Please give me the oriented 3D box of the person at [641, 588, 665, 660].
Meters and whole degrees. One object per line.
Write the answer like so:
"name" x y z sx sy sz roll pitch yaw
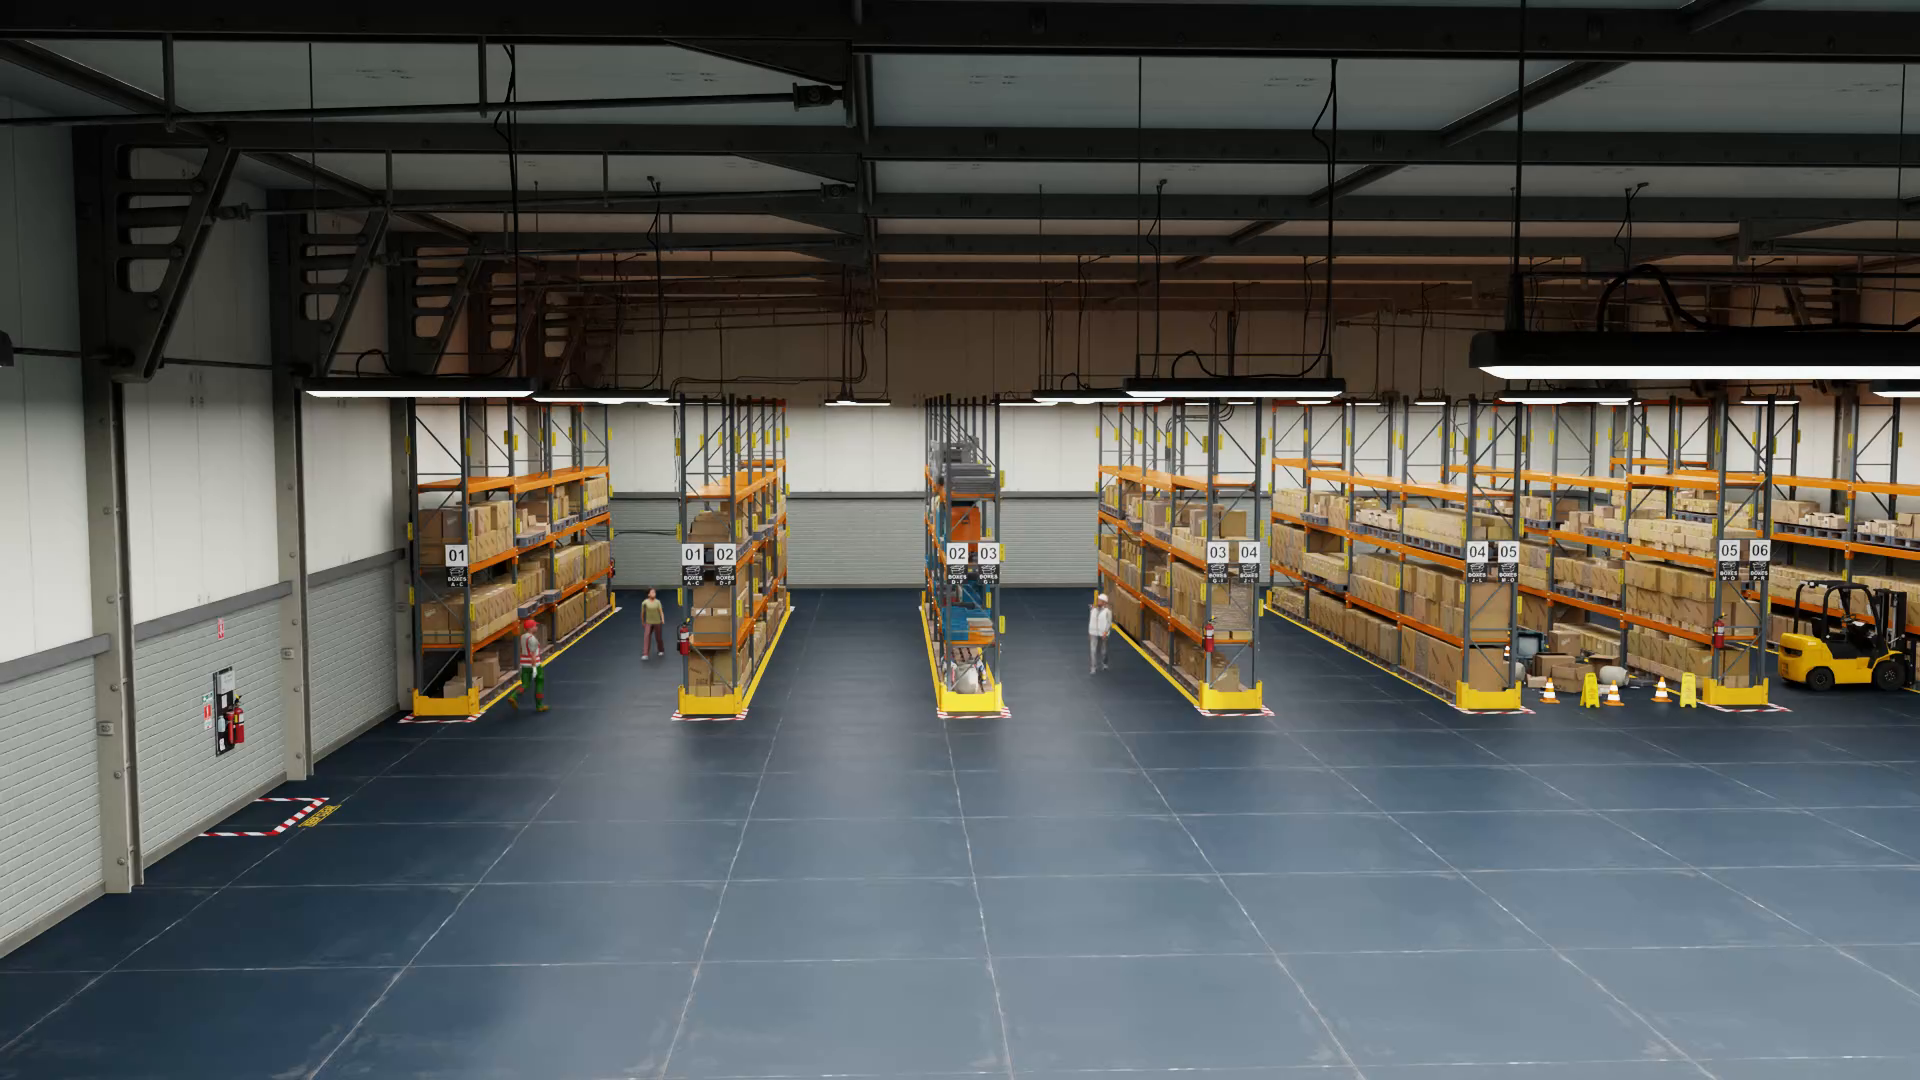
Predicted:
"person" -7.005 1.898 37.976 0.586 1.614 1.033 1 5 7

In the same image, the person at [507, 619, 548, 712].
"person" -8.135 2.372 31.277 0.515 1.768 0.866 2 5 29

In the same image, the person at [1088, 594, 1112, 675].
"person" 3.000 2.034 35.828 0.510 1.723 1.001 1 5 10
